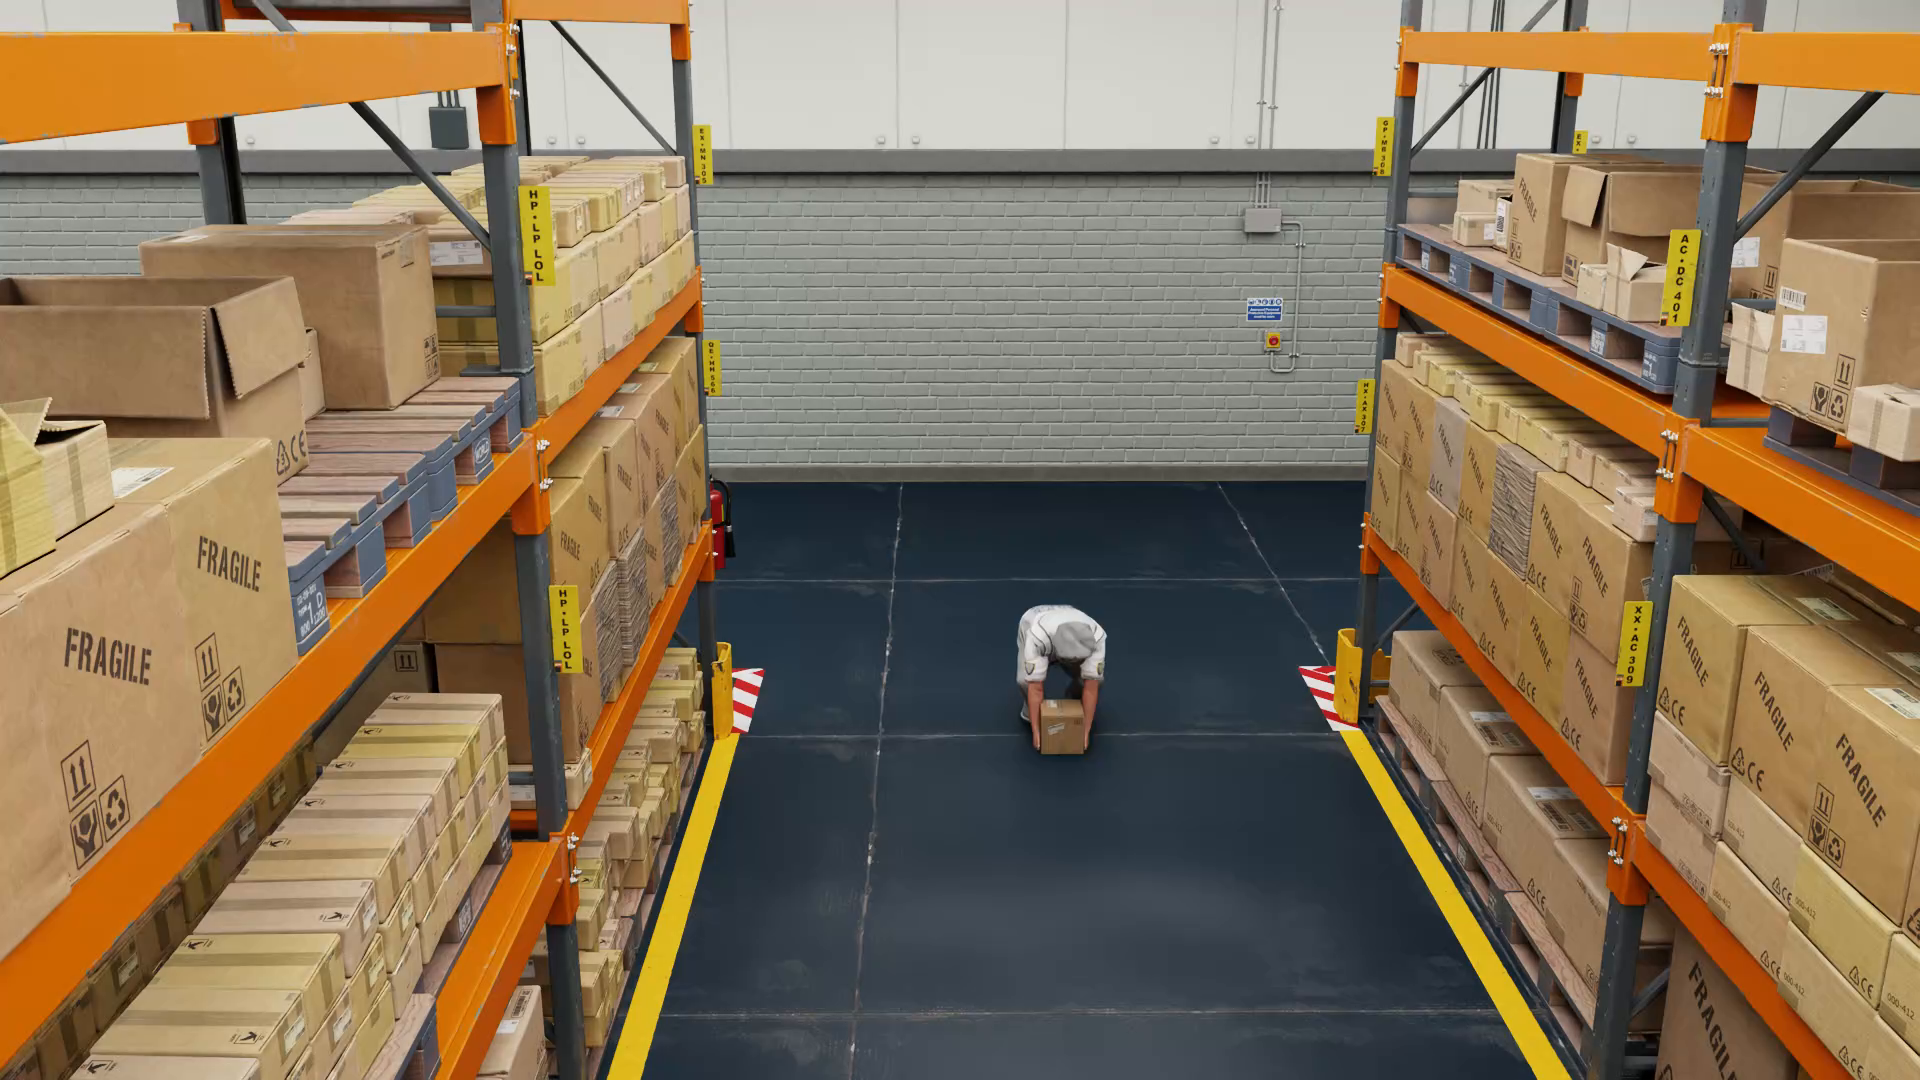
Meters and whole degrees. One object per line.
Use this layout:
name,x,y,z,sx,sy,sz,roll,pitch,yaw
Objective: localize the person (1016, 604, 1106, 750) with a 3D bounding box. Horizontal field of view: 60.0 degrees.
person,0.610,0.789,10.160,0.537,0.872,1.002,-1,17,-2
